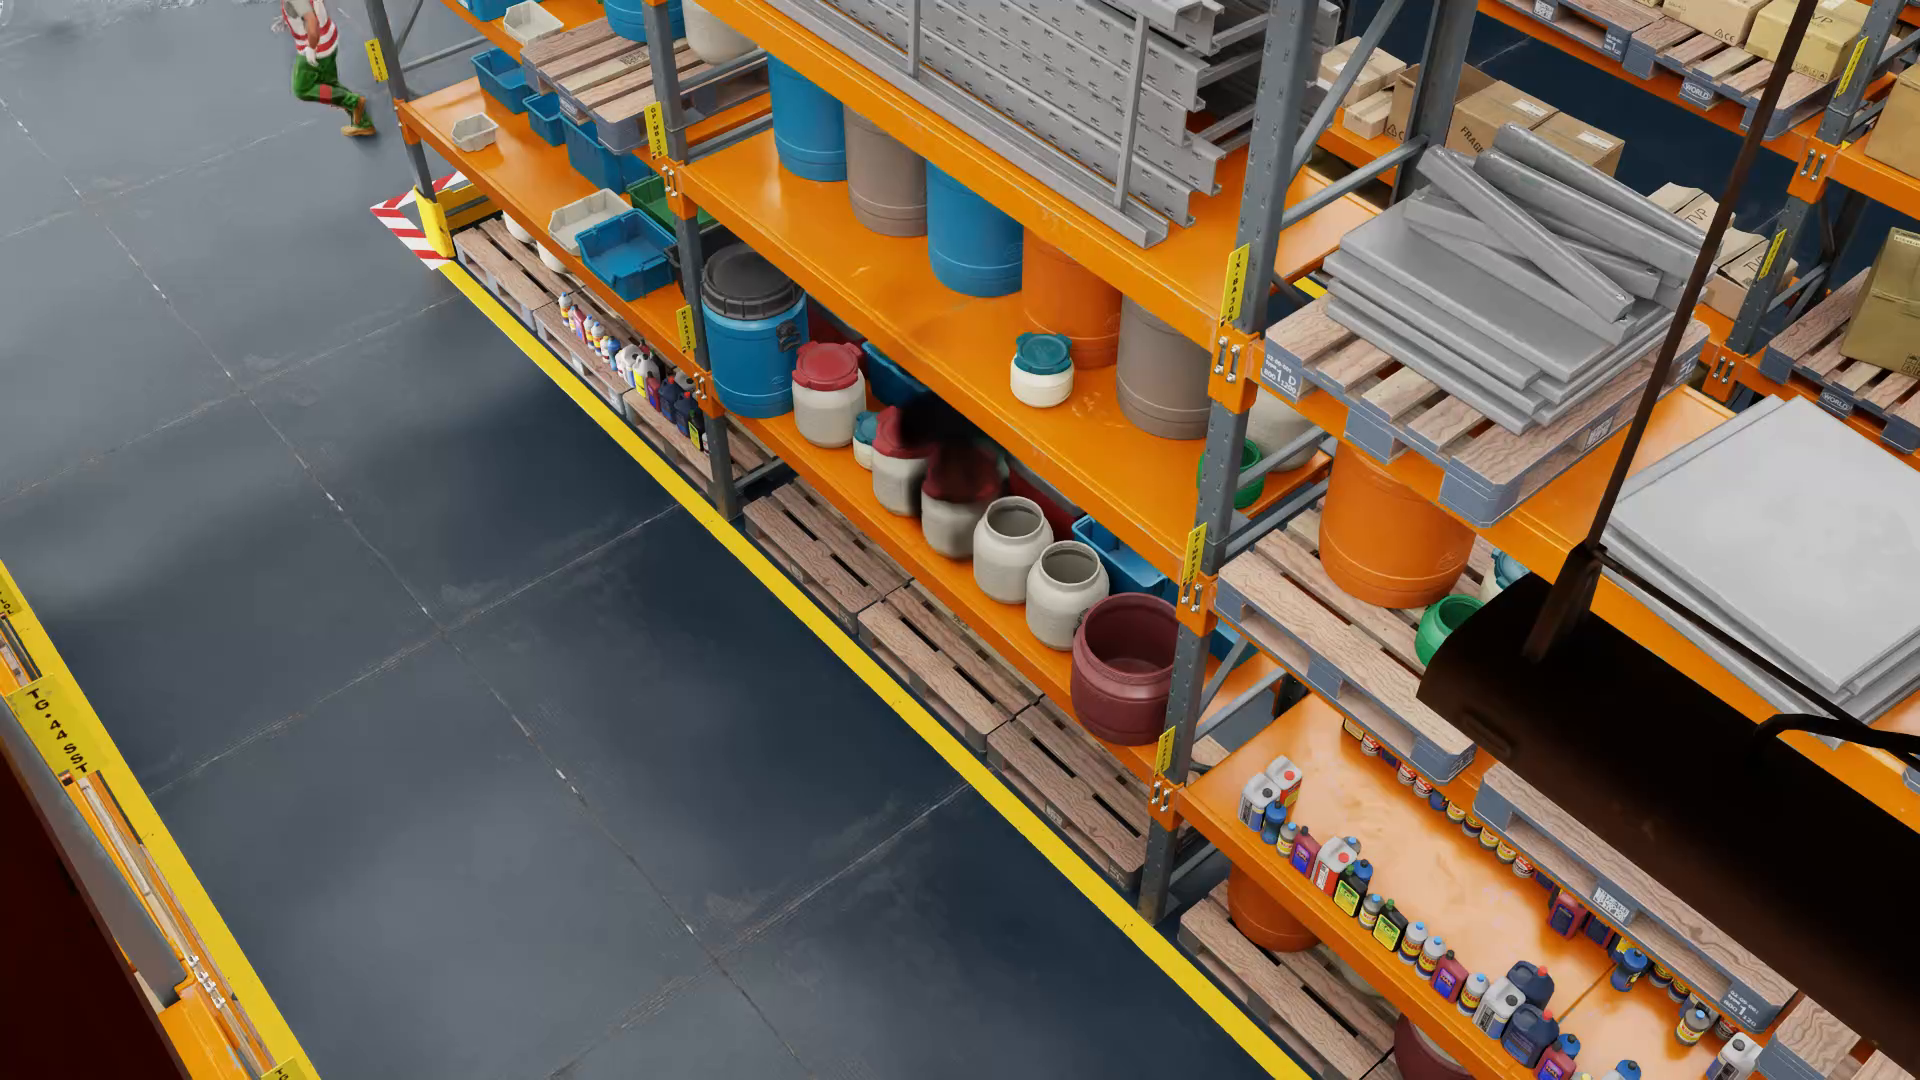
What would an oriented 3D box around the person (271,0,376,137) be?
[{"bbox_3d":[-5.316,-4.040,13.624,0.655,1.740,0.695,-1,46,-1],"label":"person"}]
